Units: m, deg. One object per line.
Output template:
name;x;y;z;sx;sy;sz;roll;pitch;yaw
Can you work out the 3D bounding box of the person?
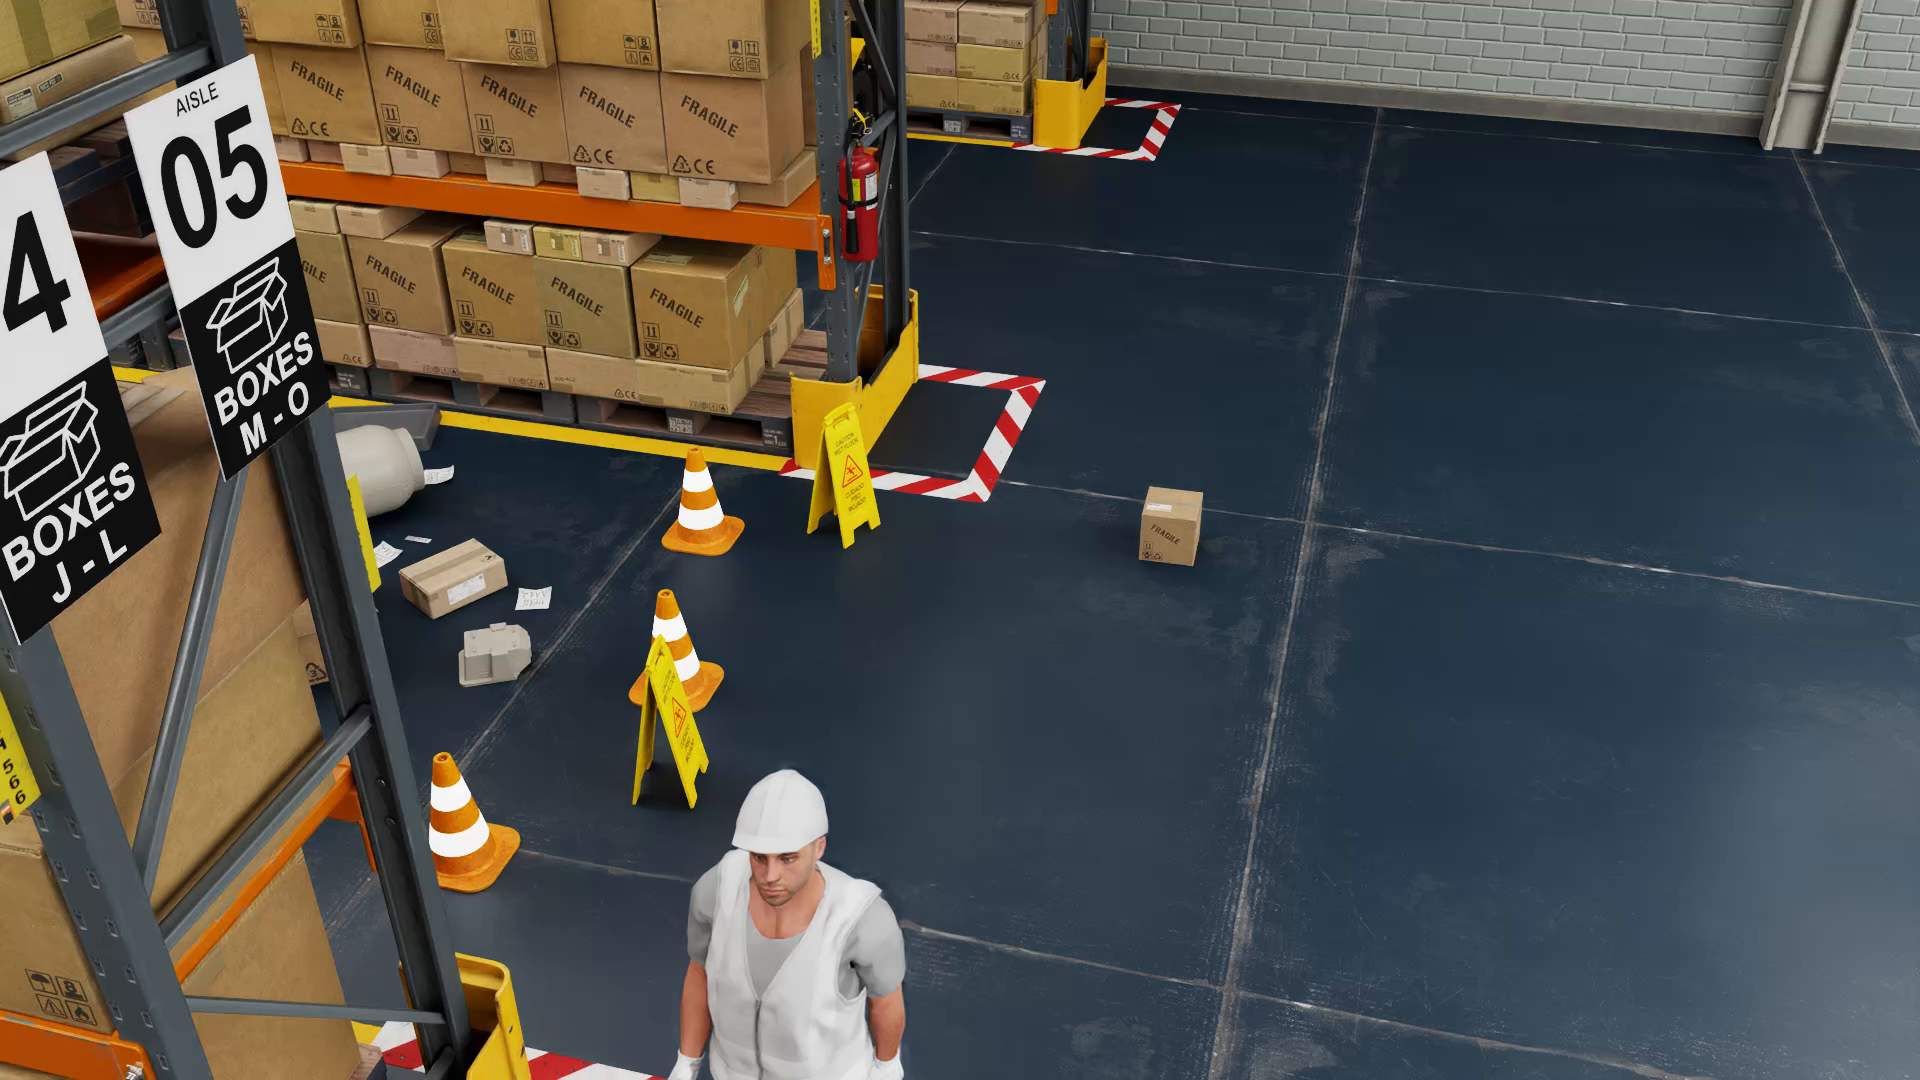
person;-0.421;1.293;4.089;0.532;1.751;0.987;13;35;20
